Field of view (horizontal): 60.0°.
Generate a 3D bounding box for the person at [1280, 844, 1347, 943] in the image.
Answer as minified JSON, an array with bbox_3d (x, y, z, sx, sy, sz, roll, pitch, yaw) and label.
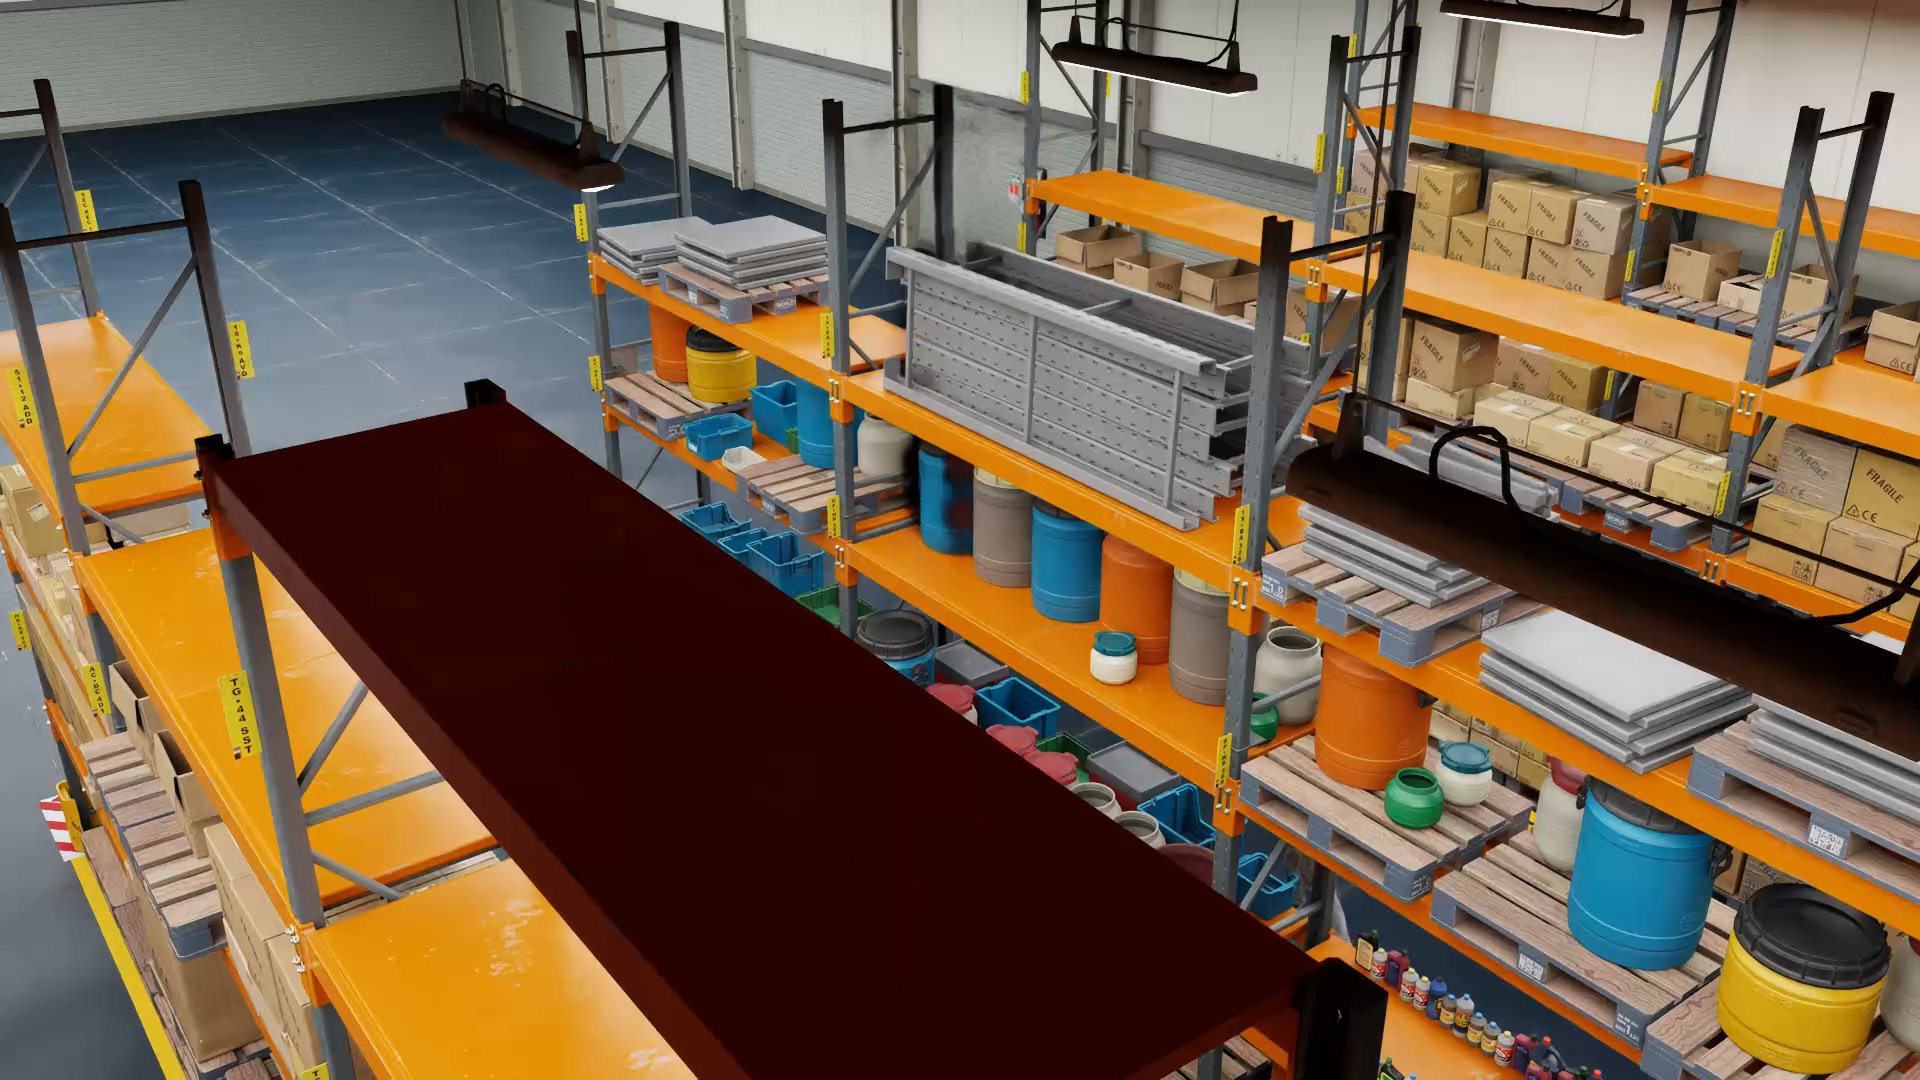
[{"bbox_3d":[2.458,2.102,11.743,0.657,1.803,0.875,-19,31,-35],"label":"person"}]
